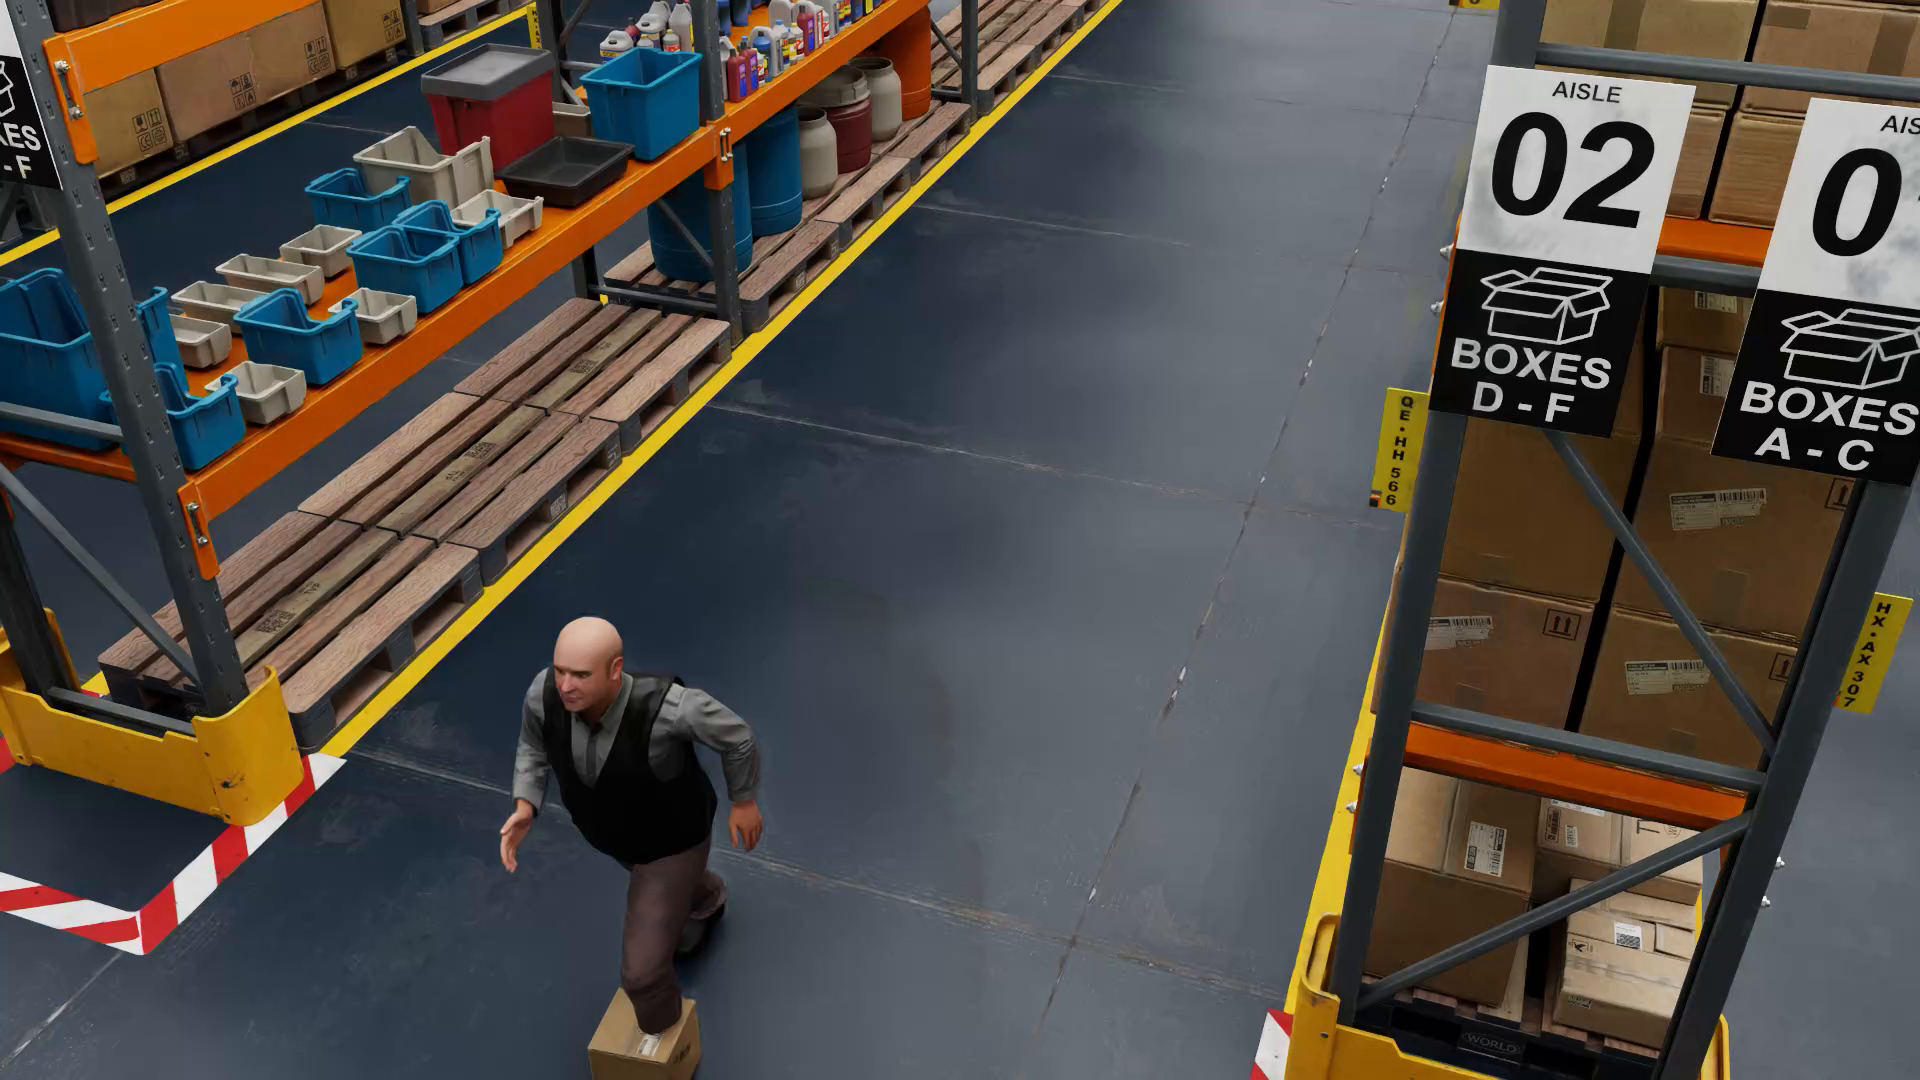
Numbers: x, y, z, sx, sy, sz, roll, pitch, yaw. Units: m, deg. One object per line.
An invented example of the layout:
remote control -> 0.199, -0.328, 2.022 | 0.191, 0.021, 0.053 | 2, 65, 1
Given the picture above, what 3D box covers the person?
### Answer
person -> -0.931, 0.833, 4.930 | 0.663, 1.637, 0.936 | 15, 36, 22
